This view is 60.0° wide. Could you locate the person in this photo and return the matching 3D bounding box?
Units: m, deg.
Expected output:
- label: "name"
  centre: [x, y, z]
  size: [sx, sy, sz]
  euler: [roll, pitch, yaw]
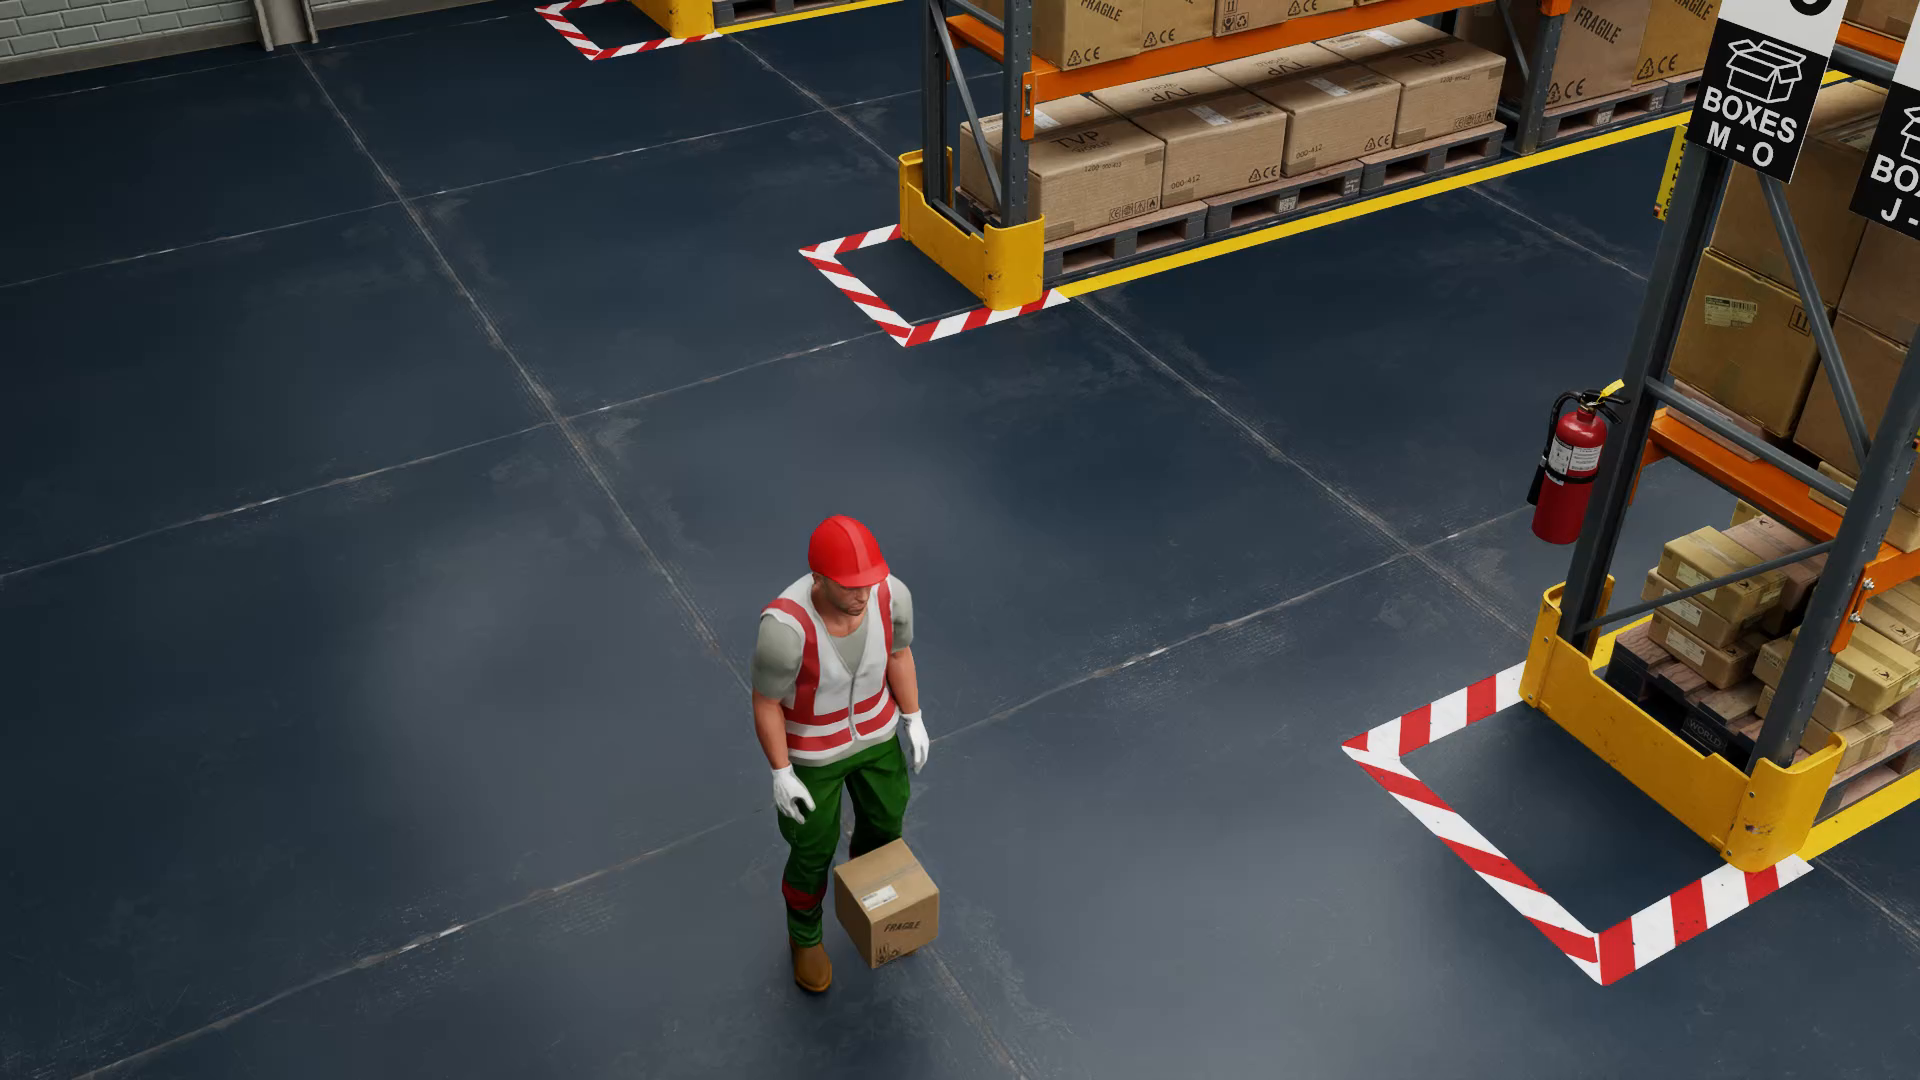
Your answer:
- label: "person"
  centre: [-0.370, 0.649, 5.256]
  size: [0.558, 1.783, 0.427]
  euler: [-20, 41, -25]
